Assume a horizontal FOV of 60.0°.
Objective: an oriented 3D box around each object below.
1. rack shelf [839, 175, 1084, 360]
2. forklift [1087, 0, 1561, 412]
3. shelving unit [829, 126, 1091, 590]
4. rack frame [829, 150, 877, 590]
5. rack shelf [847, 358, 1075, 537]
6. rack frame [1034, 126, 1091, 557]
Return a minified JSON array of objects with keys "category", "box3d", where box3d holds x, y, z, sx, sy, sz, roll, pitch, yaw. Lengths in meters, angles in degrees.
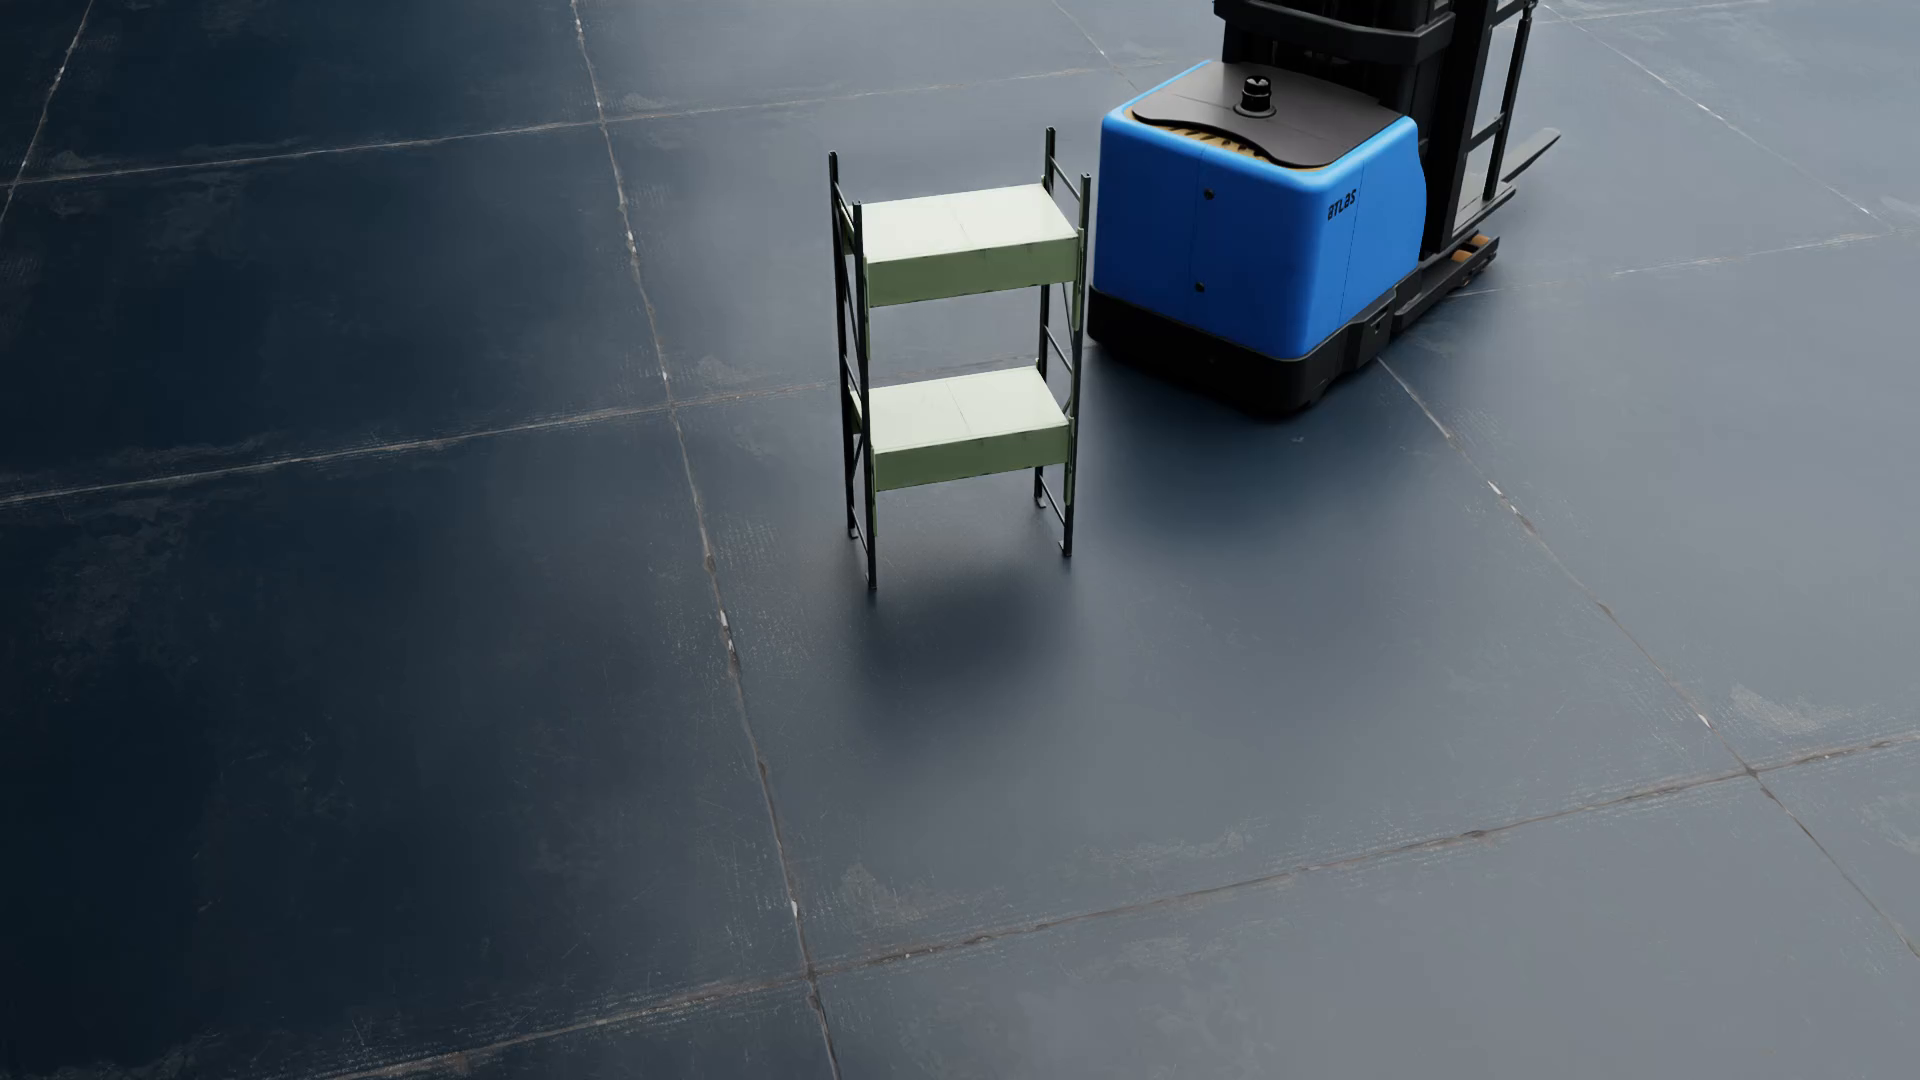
[{"category":"rack shelf","box3d":[-0.006,-0.905,5.480,0.720,0.370,0.431,-9,38,-12]},{"category":"forklift","box3d":[1.876,-2.512,7.046,1.130,2.935,3.031,27,45,30]},{"category":"shelving unit","box3d":[-0.006,-0.595,5.717,0.755,1.500,0.431,-9,38,-12]},{"category":"rack frame","box3d":[-0.360,-0.537,5.641,0.023,1.500,0.400,-9,38,-12]},{"category":"rack shelf","box3d":[-0.006,-0.336,5.915,0.720,0.370,0.431,-9,38,-12]},{"category":"rack frame","box3d":[0.347,-0.653,5.793,0.023,1.500,0.400,-9,38,-12]}]
